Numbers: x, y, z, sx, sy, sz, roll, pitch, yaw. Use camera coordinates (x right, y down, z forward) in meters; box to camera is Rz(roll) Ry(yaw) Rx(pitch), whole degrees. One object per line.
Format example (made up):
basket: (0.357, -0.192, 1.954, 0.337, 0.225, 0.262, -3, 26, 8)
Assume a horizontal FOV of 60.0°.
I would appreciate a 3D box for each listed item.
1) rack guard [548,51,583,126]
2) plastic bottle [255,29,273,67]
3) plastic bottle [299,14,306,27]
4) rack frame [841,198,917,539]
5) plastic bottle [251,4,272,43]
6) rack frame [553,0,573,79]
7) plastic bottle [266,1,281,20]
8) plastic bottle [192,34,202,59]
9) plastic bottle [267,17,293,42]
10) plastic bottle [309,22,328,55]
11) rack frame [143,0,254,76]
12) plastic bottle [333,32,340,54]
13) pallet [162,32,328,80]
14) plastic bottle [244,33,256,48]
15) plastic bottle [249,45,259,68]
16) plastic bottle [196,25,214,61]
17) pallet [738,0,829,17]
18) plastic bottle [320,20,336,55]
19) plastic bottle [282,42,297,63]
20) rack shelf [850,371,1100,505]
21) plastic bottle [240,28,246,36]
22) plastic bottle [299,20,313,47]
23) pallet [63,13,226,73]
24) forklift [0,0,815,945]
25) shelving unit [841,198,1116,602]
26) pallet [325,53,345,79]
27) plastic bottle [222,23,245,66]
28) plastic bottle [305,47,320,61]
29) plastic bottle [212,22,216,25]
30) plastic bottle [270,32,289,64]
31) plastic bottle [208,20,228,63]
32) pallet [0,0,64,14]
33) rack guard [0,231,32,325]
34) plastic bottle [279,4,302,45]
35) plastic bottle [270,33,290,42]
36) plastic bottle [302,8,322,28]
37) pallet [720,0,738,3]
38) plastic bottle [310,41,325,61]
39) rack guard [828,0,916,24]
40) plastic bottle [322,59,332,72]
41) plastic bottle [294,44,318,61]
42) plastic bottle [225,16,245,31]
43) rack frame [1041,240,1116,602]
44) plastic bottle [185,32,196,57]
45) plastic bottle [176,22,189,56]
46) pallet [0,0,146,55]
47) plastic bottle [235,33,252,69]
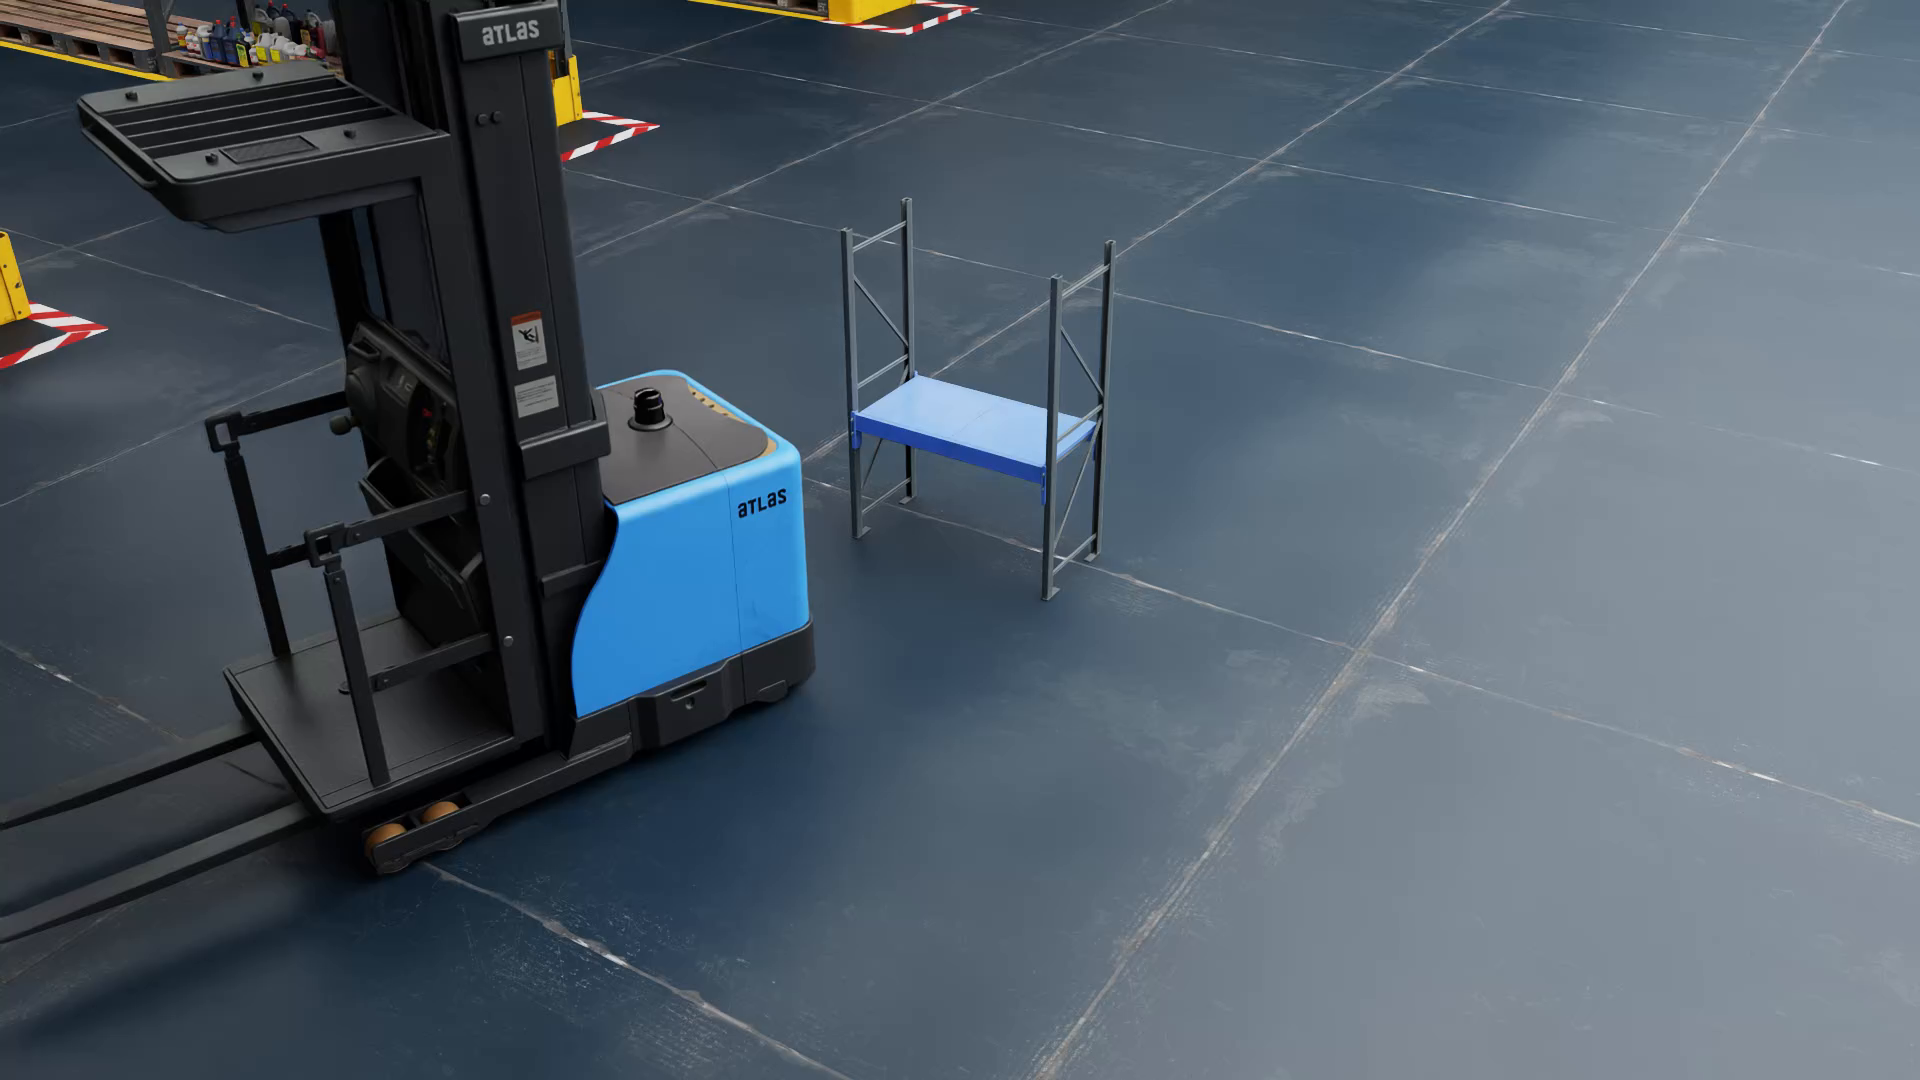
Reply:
rack guard: (-3.544, -3.507, 13.266, 0.348, 0.500, 1.175, 18, 35, 27)
plastic bottle: (-5.860, -4.146, 14.073, 0.185, 0.351, 0.144, 17, 34, 27)
plastic bottle: (-5.822, -4.548, 14.828, 0.133, 0.283, 0.061, 20, 36, 31)
rack frame: (-0.358, -0.761, 7.566, 0.032, 1.500, 0.500, 18, 35, 27)
plastic bottle: (-6.221, -4.593, 14.838, 0.185, 0.351, 0.144, 18, 35, 27)
rack frame: (-3.455, -4.587, 12.635, 0.127, 3.000, 1.000, 18, 35, 27)
plastic bottle: (-6.144, -4.655, 14.944, 0.185, 0.351, 0.144, 17, 34, 26)
plastic bottle: (-6.634, -4.313, 14.506, 0.097, 0.201, 0.097, 0, 30, 0)
plastic bottle: (-6.039, -4.501, 14.755, 0.135, 0.276, 0.152, 18, 35, 27)
plastic bottle: (-5.629, -4.397, 14.569, 0.133, 0.283, 0.061, 18, 35, 27)
rack frame: (-6.843, -5.658, 14.472, 0.127, 3.000, 1.000, 18, 35, 27)
plastic bottle: (-5.458, -4.387, 14.633, 0.097, 0.201, 0.097, 0, 30, 0)
pallet: (-6.296, -4.256, 14.836, 1.213, 0.211, 1.003, 18, 35, 27)
plastic bottle: (-6.075, -4.202, 14.248, 0.097, 0.271, 0.097, 0, 30, 0)
plastic bottle: (-5.993, -4.110, 14.158, 0.097, 0.201, 0.097, 0, 30, 0)
plastic bottle: (-6.518, -4.324, 14.452, 0.135, 0.276, 0.152, 19, 35, 29)
pallet: (-1.555, -5.749, 17.395, 1.213, 0.211, 1.003, 18, 35, 27)
plastic bottle: (-5.573, -4.439, 14.649, 0.135, 0.276, 0.152, 18, 35, 28)
plastic bottle: (-5.560, -4.022, 13.933, 0.135, 0.276, 0.152, 17, 34, 26)
rack shelf: (0.072, -0.470, 7.424, 1.000, 0.185, 0.538, 18, 35, 27)
plastic bottle: (-6.193, -4.289, 14.396, 0.097, 0.271, 0.097, 0, 30, 0)
plastic bottle: (-5.741, -4.437, 14.638, 0.133, 0.283, 0.061, 18, 35, 27)
pallet: (-7.529, -4.648, 15.507, 1.213, 0.211, 1.003, 18, 35, 27)
forklift: (-2.058, -0.413, 5.550, 3.031, 2.935, 1.130, -22, 37, -32)
shelving unit: (0.072, -0.625, 7.333, 1.048, 1.500, 0.538, 18, 35, 27)
pallet: (-5.259, -3.930, 14.276, 1.213, 0.211, 1.003, 18, 35, 27)
plastic bottle: (-6.220, -4.260, 14.268, 0.185, 0.351, 0.144, 16, 34, 25)
plastic bottle: (-5.352, -3.932, 13.772, 0.133, 0.283, 0.061, 18, 35, 29)
plastic bottle: (-6.462, -4.373, 14.529, 0.133, 0.283, 0.061, 18, 35, 27)
plastic bottle: (-5.702, -4.096, 13.987, 0.185, 0.351, 0.144, 19, 35, 29)
plastic bottle: (-6.380, -4.311, 14.355, 0.185, 0.351, 0.144, 19, 35, 29)
pallet: (-9.595, -5.301, 16.628, 1.213, 0.211, 1.003, 18, 35, 27)
rack guard: (-6.071, -1.387, 9.632, 0.348, 0.500, 1.175, 18, 35, 27)
plastic bottle: (-5.982, -4.603, 14.856, 0.185, 0.351, 0.144, 16, 34, 25)
plastic bottle: (-5.802, -4.184, 14.211, 0.135, 0.276, 0.152, 18, 35, 27)
plastic bottle: (-5.708, -4.517, 14.708, 0.185, 0.351, 0.144, 17, 34, 27)
pallet: (-2.585, -6.076, 17.956, 1.213, 0.211, 1.003, 18, 35, 27)
plastic bottle: (-5.386, -4.033, 13.946, 0.133, 0.283, 0.061, 18, 35, 27)
rack guard: (-0.886, -5.641, 16.924, 0.348, 0.500, 1.175, 18, 35, 27)
plastic bottle: (-5.244, -3.873, 13.752, 0.097, 0.201, 0.097, 0, 30, 0)
plastic bottle: (-5.442, -3.984, 13.869, 0.135, 0.276, 0.152, 18, 35, 28)
plastic bottle: (-6.303, -4.372, 14.460, 0.185, 0.351, 0.144, 18, 35, 27)
rack frame: (0.503, -0.489, 7.099, 0.032, 1.500, 0.500, 18, 35, 27)
plastic bottle: (-6.720, -4.340, 14.553, 0.097, 0.201, 0.097, 0, 30, 0)
plastic bottle: (-6.806, -4.397, 14.582, 0.097, 0.271, 0.097, 0, 30, 0)
pallet: (-8.566, -4.974, 16.067, 1.213, 0.211, 1.003, 18, 35, 27)
plastic bottle: (-6.102, -4.169, 14.179, 0.133, 0.283, 0.061, 19, 35, 29)
